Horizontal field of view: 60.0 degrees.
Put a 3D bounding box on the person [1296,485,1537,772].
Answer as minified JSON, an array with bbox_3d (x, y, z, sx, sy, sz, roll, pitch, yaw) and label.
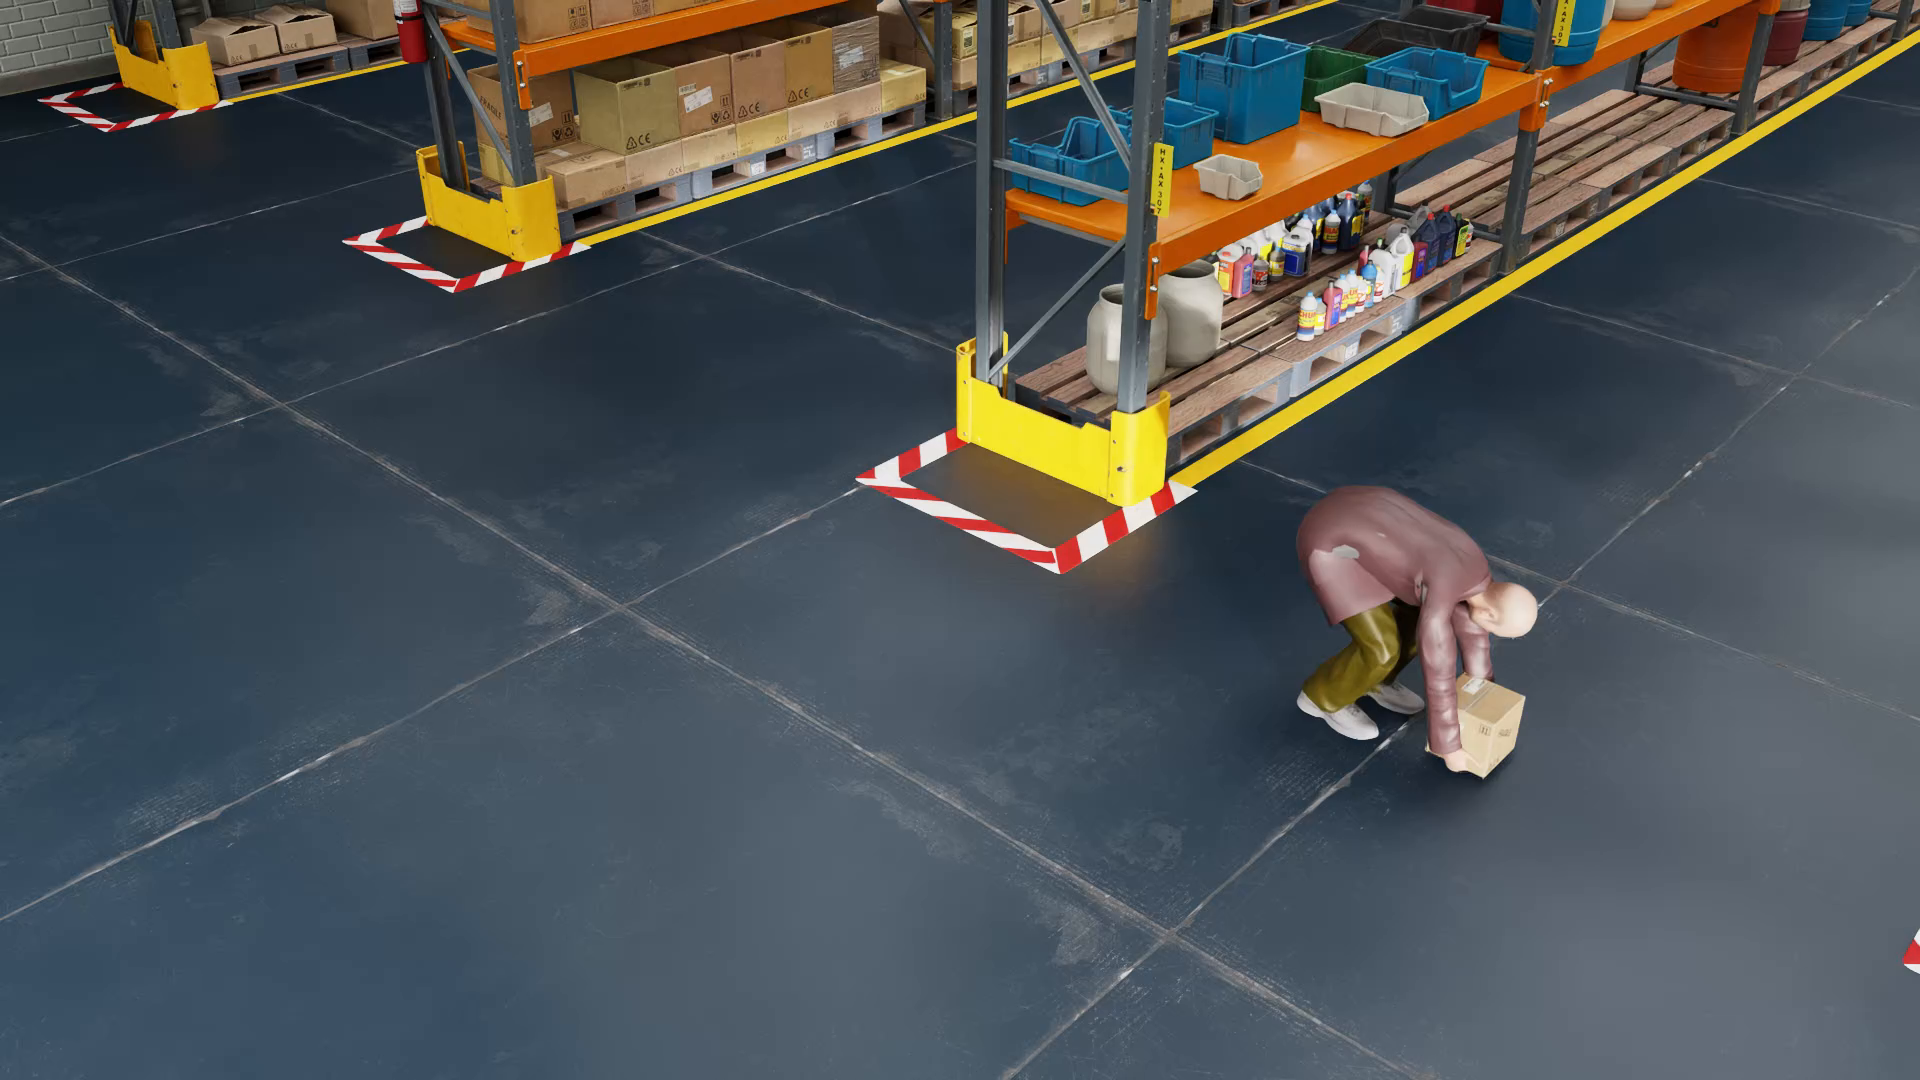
[{"bbox_3d":[1.718,0.314,6.397,0.942,0.980,0.585,23,38,33],"label":"person"}]
